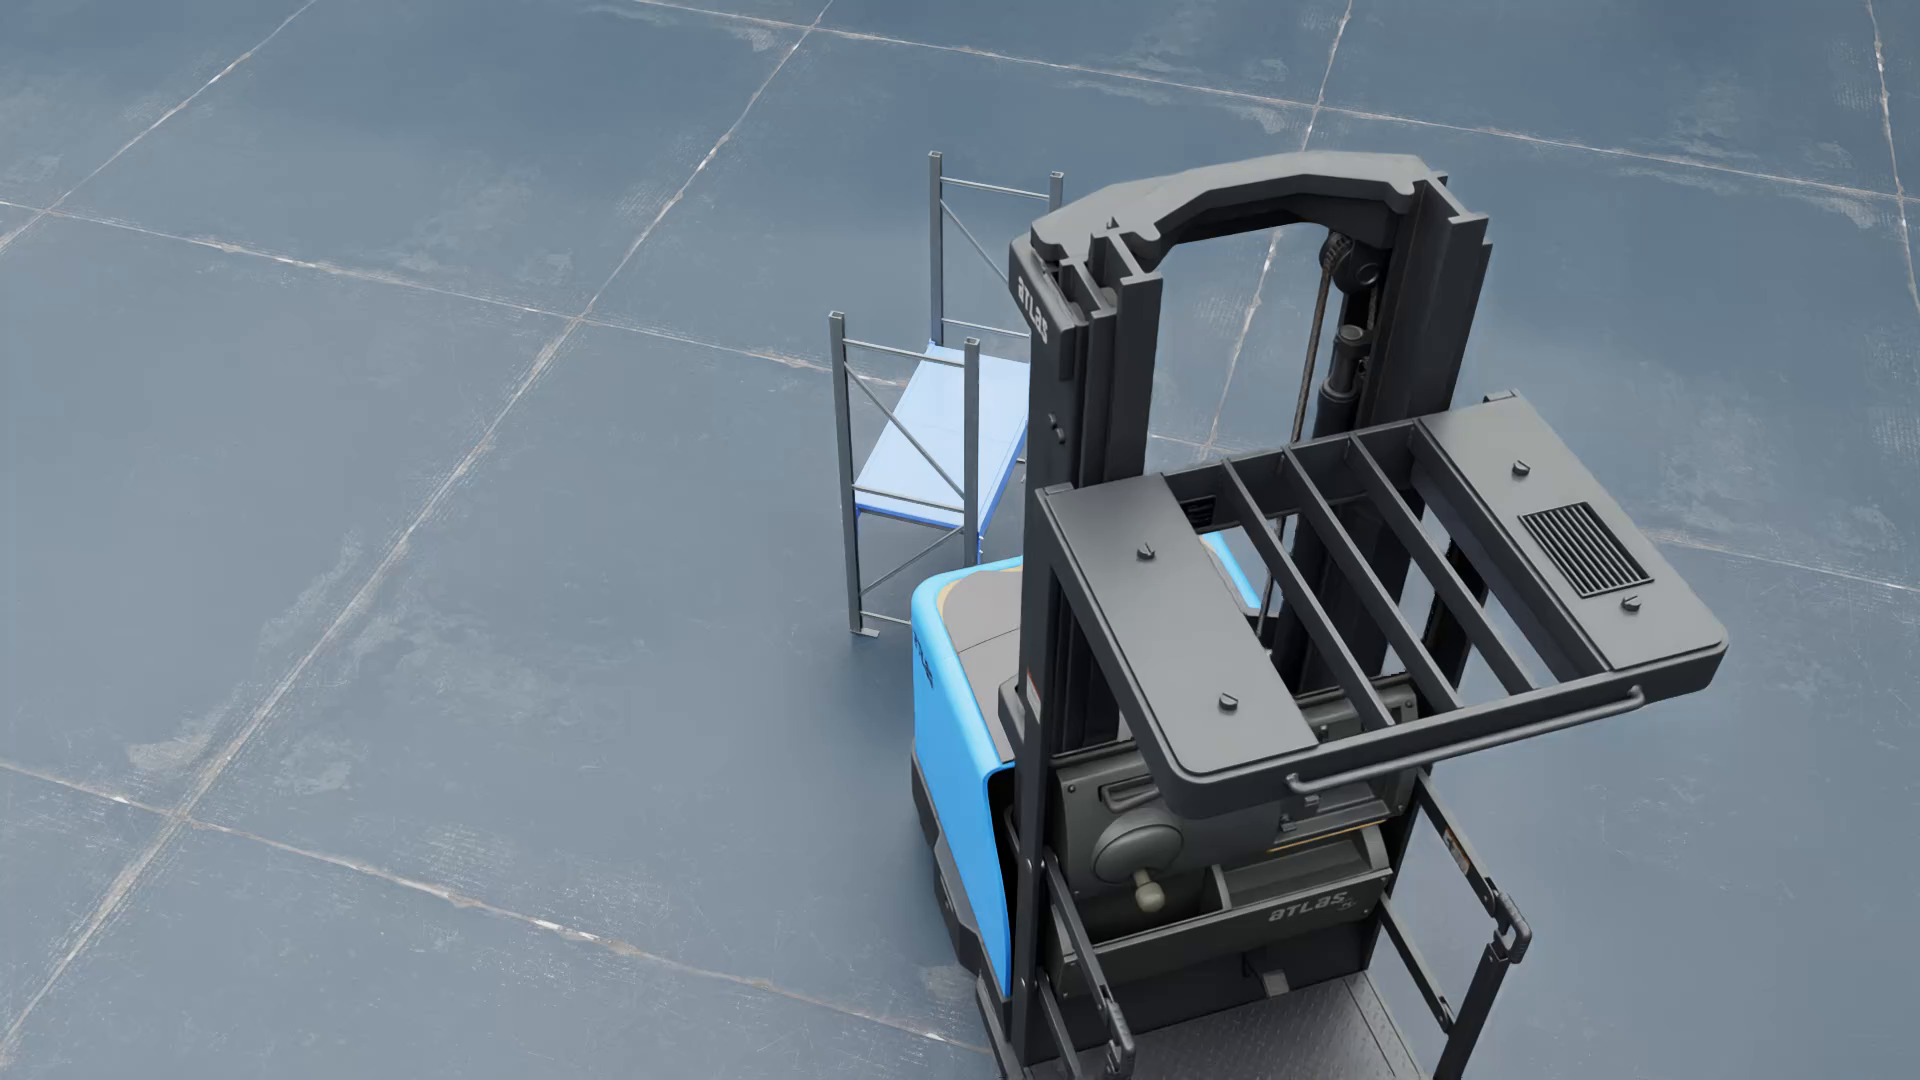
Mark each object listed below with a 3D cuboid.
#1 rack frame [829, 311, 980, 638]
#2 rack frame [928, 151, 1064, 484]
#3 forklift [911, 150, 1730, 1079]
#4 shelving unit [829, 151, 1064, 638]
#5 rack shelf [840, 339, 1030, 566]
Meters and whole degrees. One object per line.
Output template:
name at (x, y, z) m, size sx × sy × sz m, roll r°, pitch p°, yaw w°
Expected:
rack frame at (-0.180, -0.140, 5.821) m, size 0.500 × 1.500 × 0.032 m, roll 13°, pitch 46°, yaw 12°
rack frame at (0.128, -0.818, 6.514) m, size 0.500 × 1.500 × 0.032 m, roll 13°, pitch 46°, yaw 12°
forklift at (0.755, 0.727, 3.911) m, size 1.130 × 2.935 × 3.031 m, roll -12°, pitch 46°, yaw -12°
shelving unit at (-0.026, -0.479, 6.167) m, size 0.538 × 1.500 × 1.048 m, roll 13°, pitch 46°, yaw 12°
rack shelf at (-0.026, -0.351, 6.293) m, size 0.538 × 0.185 × 1.000 m, roll 13°, pitch 46°, yaw 12°
